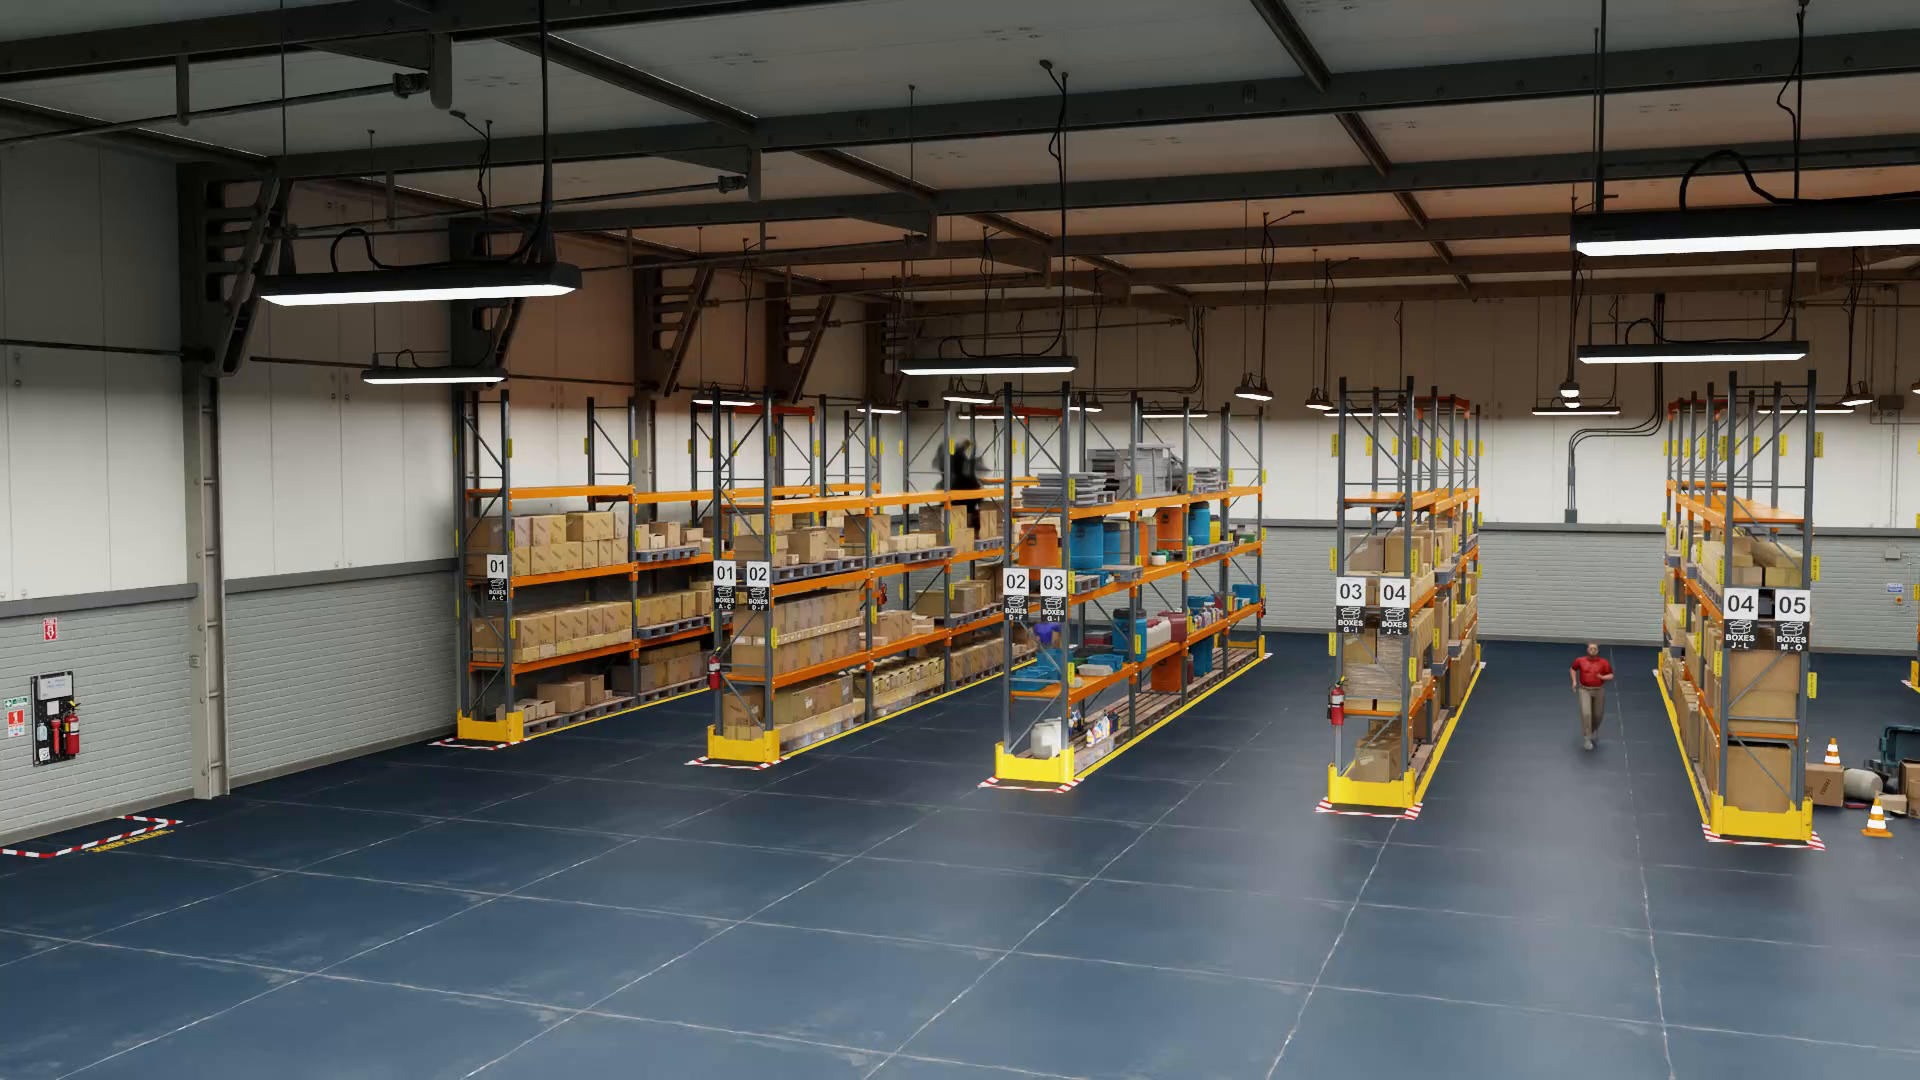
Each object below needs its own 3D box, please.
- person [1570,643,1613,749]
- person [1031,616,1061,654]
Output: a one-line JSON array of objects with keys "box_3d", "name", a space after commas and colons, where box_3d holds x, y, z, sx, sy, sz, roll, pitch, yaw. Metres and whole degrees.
[{"box_3d": [10.601, 2.581, 27.900, 0.661, 1.718, 0.988, 1, 3, 14], "name": "person"}, {"box_3d": [1.768, 2.300, 34.385, 0.584, 1.710, 0.718, 1, 3, 17], "name": "person"}]
